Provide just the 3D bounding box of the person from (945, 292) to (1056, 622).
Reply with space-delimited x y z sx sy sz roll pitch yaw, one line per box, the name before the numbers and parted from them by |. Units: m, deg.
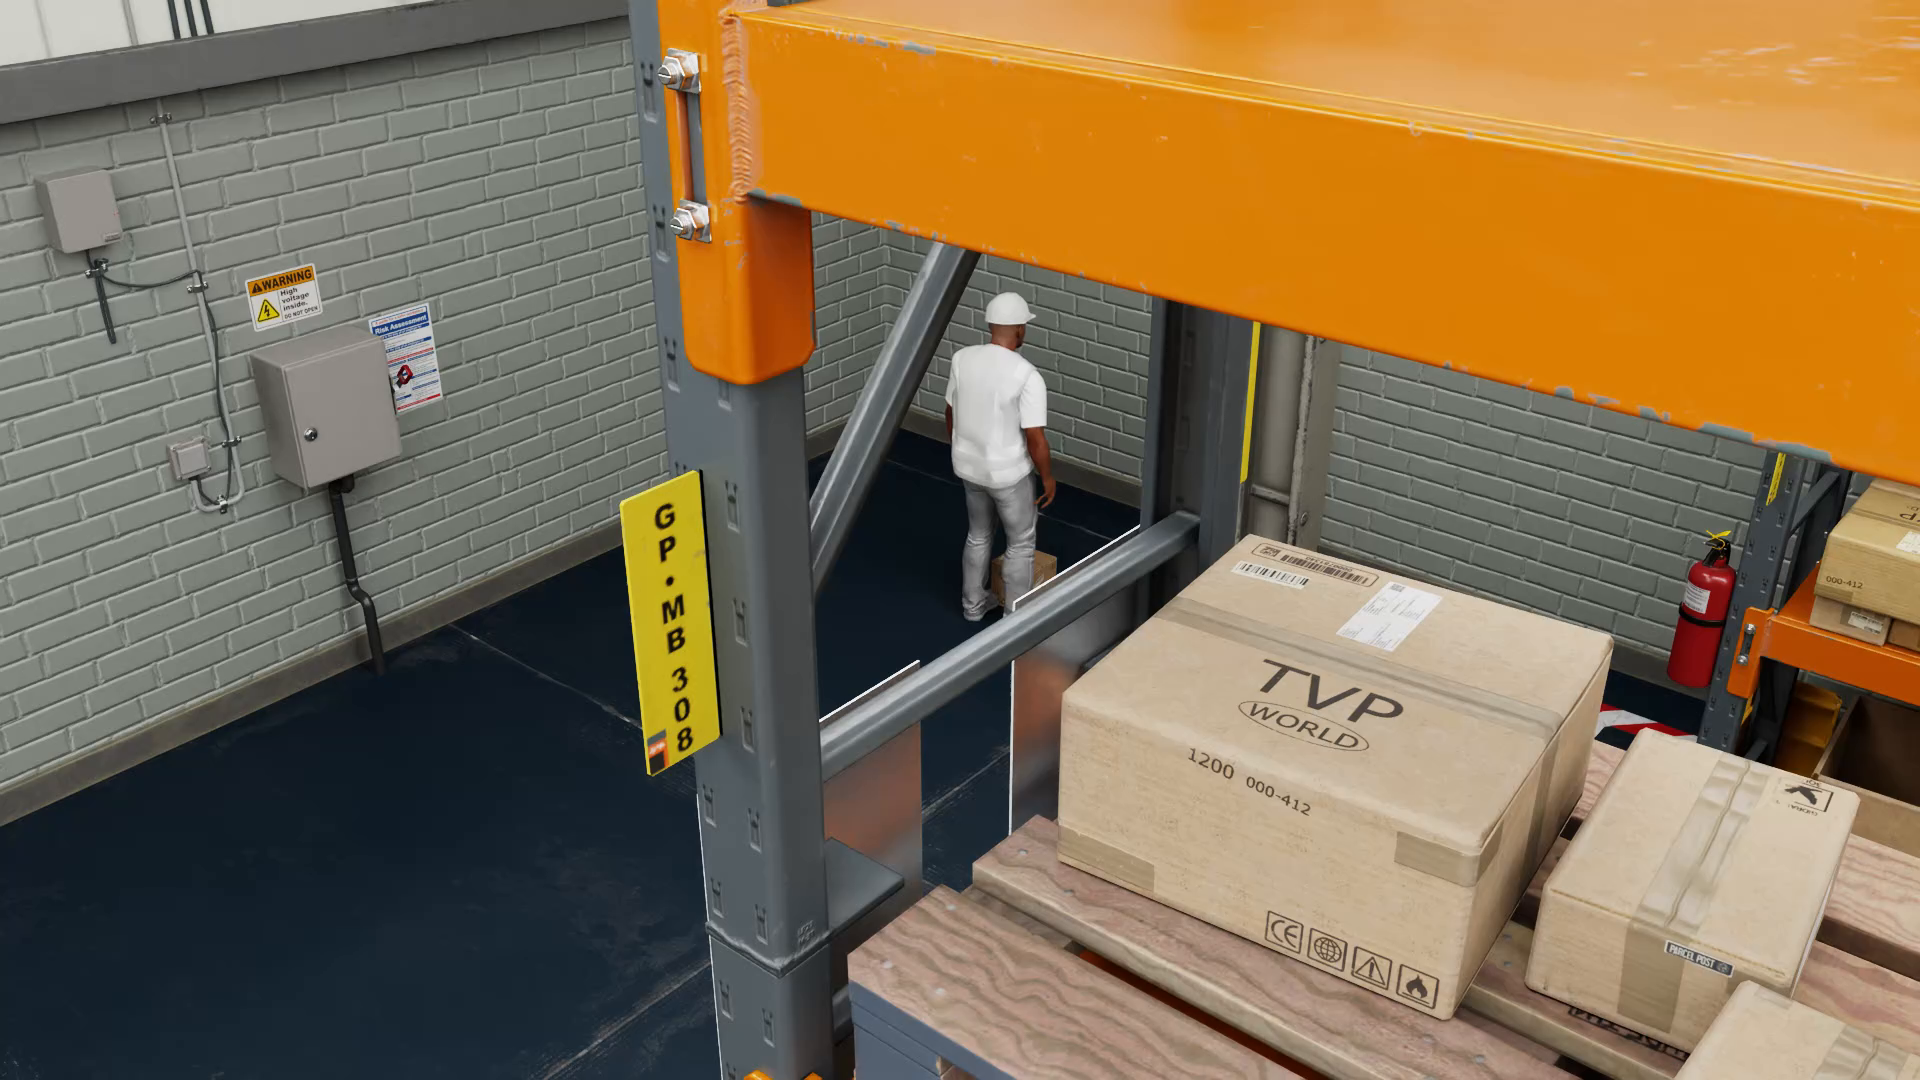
person | 0.206 -0.375 8.327 0.627 1.761 0.456 21 34 35
